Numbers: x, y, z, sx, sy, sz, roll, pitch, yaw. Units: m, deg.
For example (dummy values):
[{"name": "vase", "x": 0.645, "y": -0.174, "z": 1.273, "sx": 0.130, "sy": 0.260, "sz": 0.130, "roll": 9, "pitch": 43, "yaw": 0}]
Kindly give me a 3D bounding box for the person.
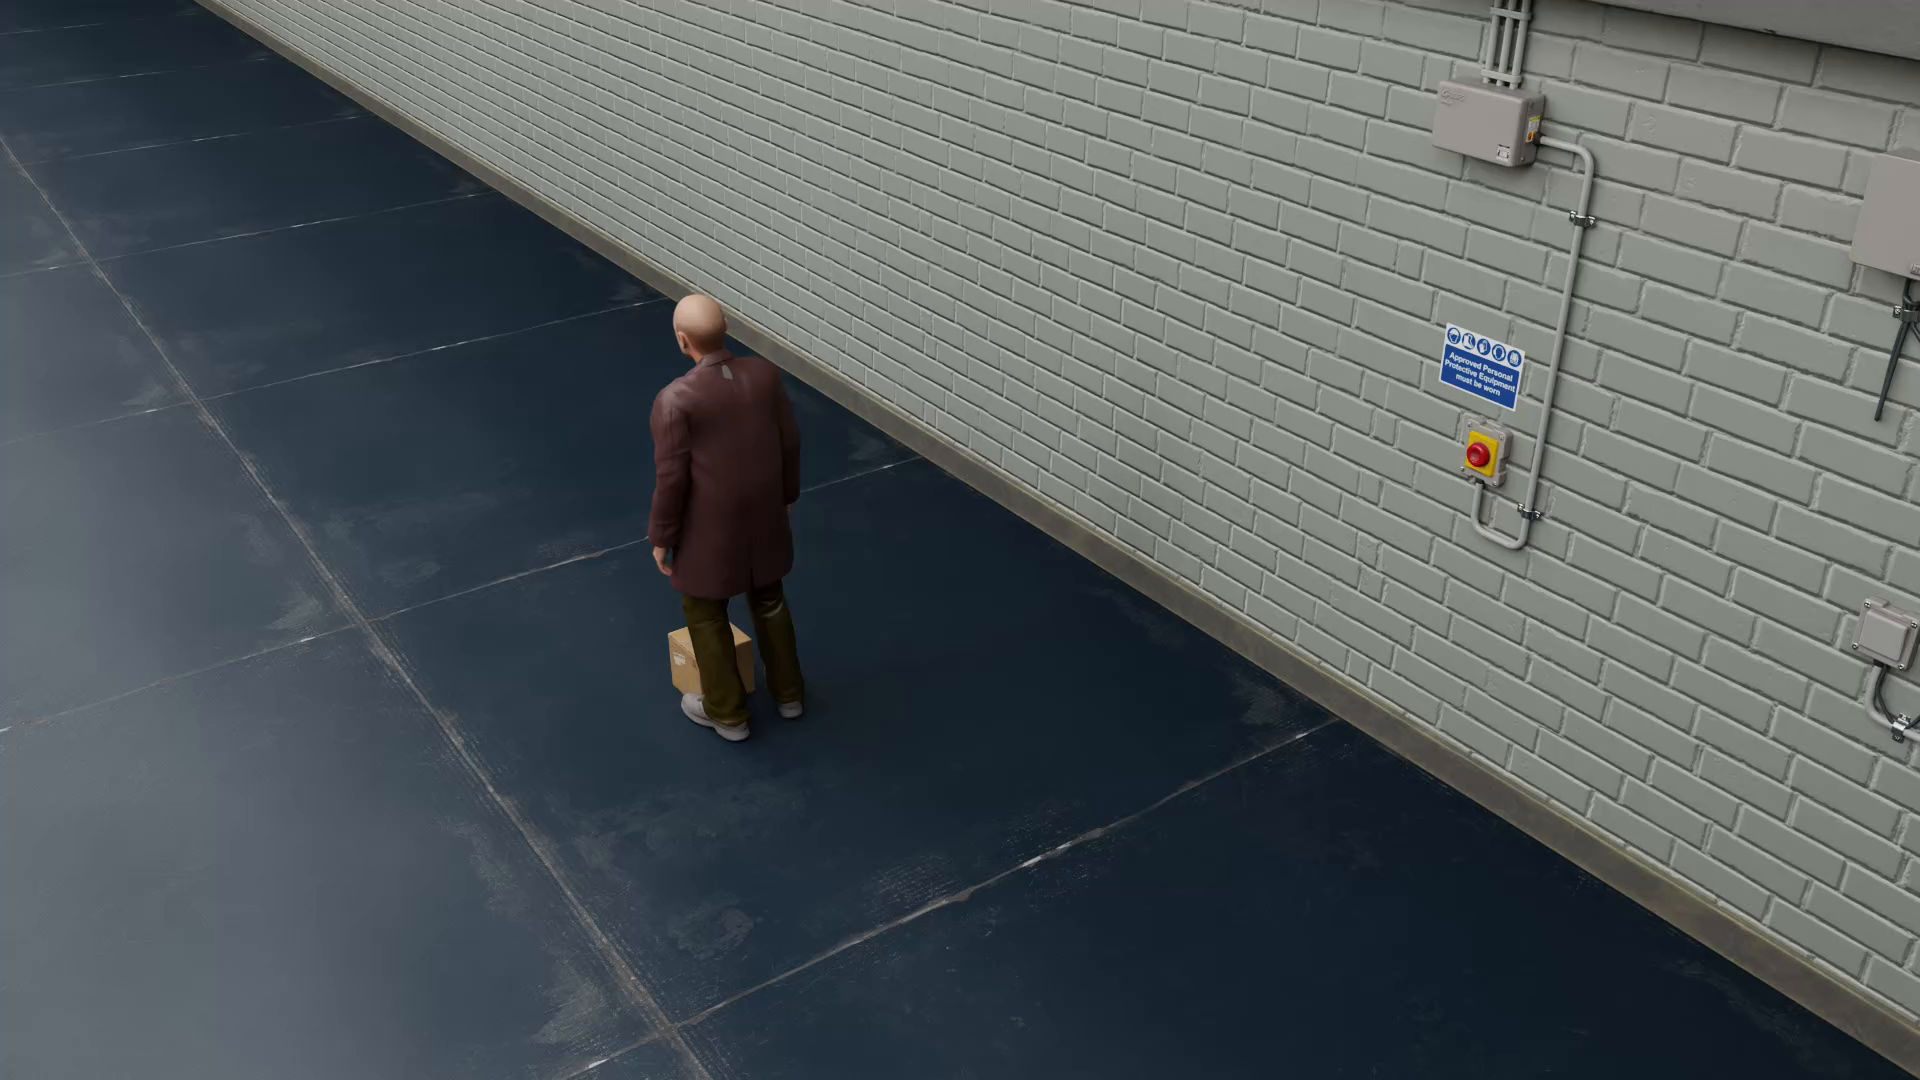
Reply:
[{"name": "person", "x": -0.882, "y": -0.071, "z": 6.272, "sx": 0.653, "sy": 1.773, "sz": 0.424, "roll": -21, "pitch": 35, "yaw": -33}]
